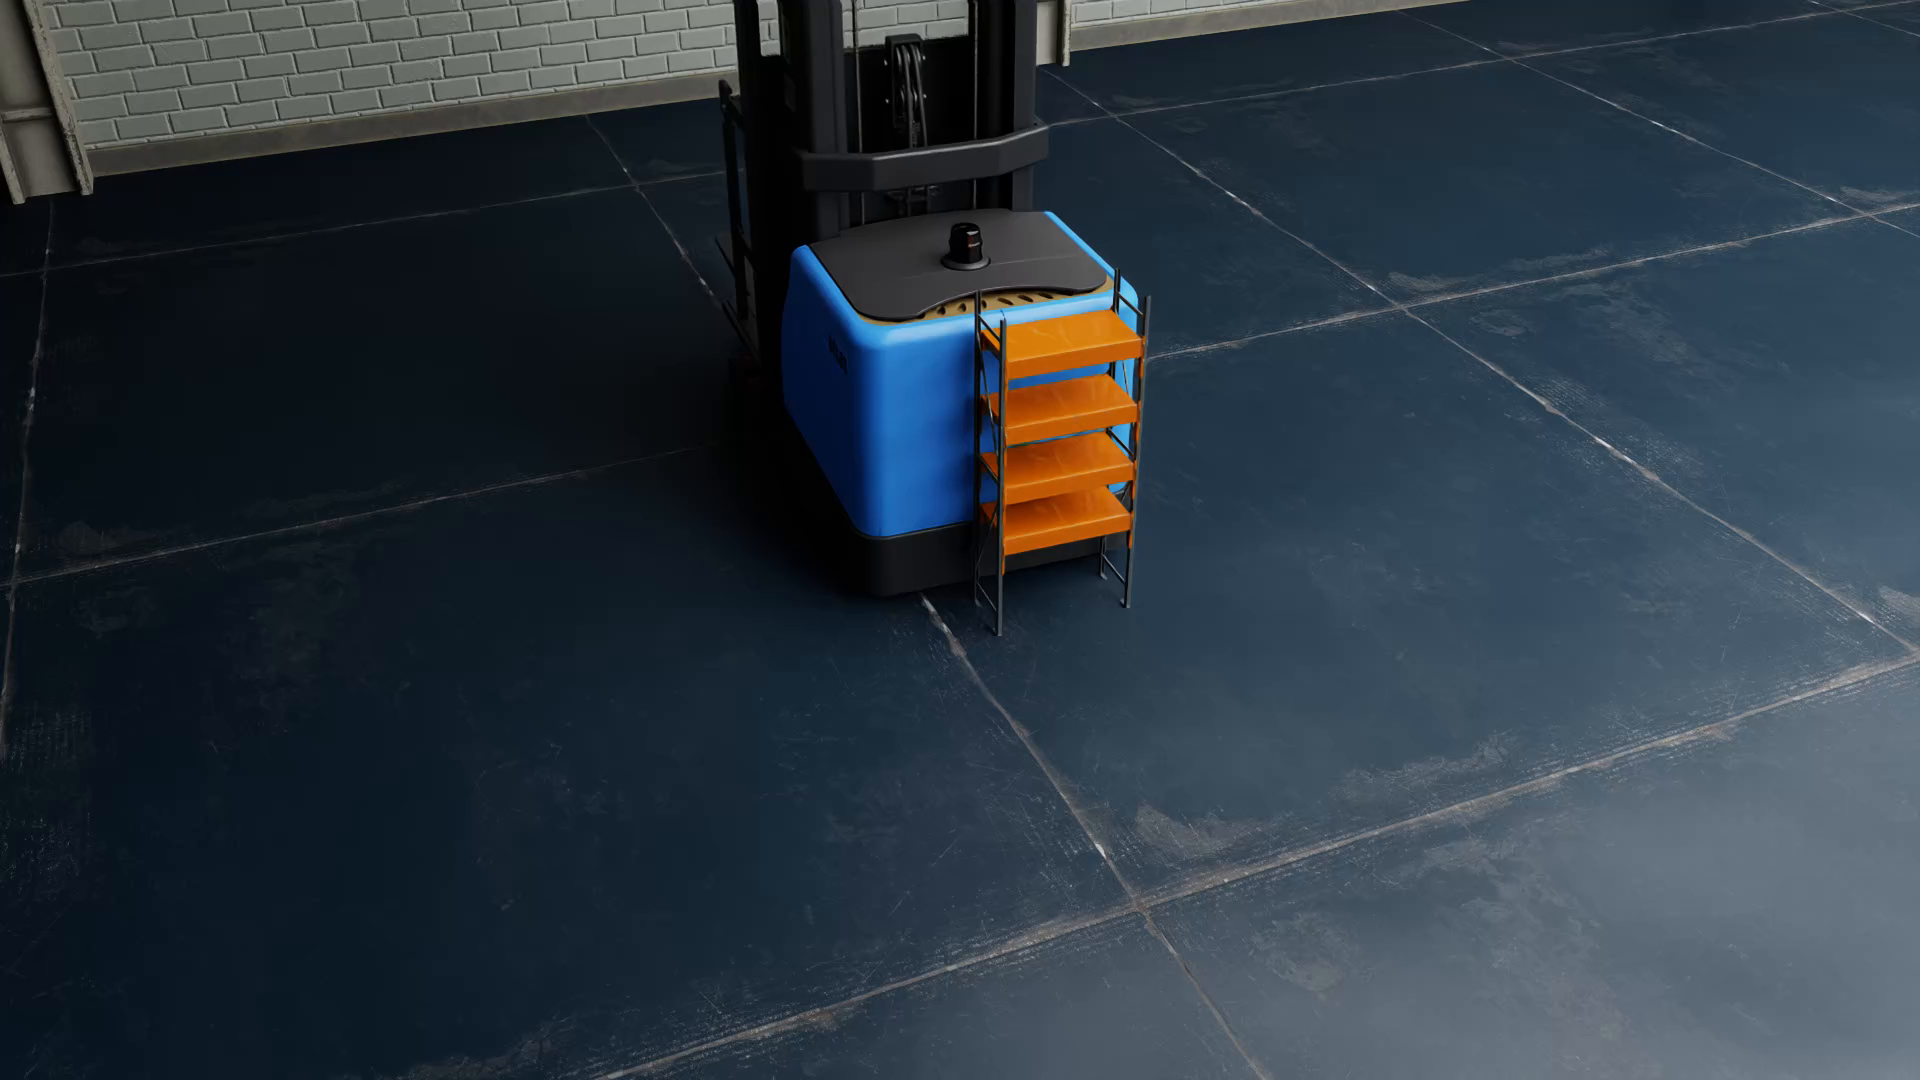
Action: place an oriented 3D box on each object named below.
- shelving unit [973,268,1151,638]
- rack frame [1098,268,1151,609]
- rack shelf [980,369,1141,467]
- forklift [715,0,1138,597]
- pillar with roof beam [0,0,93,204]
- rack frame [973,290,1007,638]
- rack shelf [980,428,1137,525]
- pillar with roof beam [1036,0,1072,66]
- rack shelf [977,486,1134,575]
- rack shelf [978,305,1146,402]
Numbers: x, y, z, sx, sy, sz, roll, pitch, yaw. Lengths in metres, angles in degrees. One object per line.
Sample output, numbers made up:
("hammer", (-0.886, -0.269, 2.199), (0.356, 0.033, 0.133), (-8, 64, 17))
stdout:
("shelving unit", (0.323, -0.275, 5.572), (0.503, 1.200, 0.258), (-11, 35, -17))
("rack frame", (0.552, -0.321, 5.643), (0.015, 1.200, 0.240), (-11, 35, -17))
("rack shelf", (0.323, -0.406, 5.487), (0.480, 0.148, 0.258), (-11, 35, -17))
("forklift", (-0.362, -1.827, 6.371), (1.130, 2.935, 3.031), (-11, 35, -17))
("pillar with roof beam", (-3.371, -3.555, 3.463), (0.400, 9.000, 9.100), (-13, 35, -19))
("rack frame", (0.094, -0.228, 5.501), (0.015, 1.200, 0.240), (-11, 35, -17))
("rack shelf", (0.323, -0.218, 5.609), (0.480, 0.148, 0.258), (-11, 35, -17))
("pillar with roof beam", (2.161, -4.822, 5.410), (0.400, 9.000, 9.100), (-13, 35, -19))
("rack shelf", (0.323, -0.052, 5.717), (0.480, 0.148, 0.258), (-11, 35, -17))
("rack shelf", (0.323, -0.604, 5.358), (0.480, 0.148, 0.258), (-11, 35, -17))
